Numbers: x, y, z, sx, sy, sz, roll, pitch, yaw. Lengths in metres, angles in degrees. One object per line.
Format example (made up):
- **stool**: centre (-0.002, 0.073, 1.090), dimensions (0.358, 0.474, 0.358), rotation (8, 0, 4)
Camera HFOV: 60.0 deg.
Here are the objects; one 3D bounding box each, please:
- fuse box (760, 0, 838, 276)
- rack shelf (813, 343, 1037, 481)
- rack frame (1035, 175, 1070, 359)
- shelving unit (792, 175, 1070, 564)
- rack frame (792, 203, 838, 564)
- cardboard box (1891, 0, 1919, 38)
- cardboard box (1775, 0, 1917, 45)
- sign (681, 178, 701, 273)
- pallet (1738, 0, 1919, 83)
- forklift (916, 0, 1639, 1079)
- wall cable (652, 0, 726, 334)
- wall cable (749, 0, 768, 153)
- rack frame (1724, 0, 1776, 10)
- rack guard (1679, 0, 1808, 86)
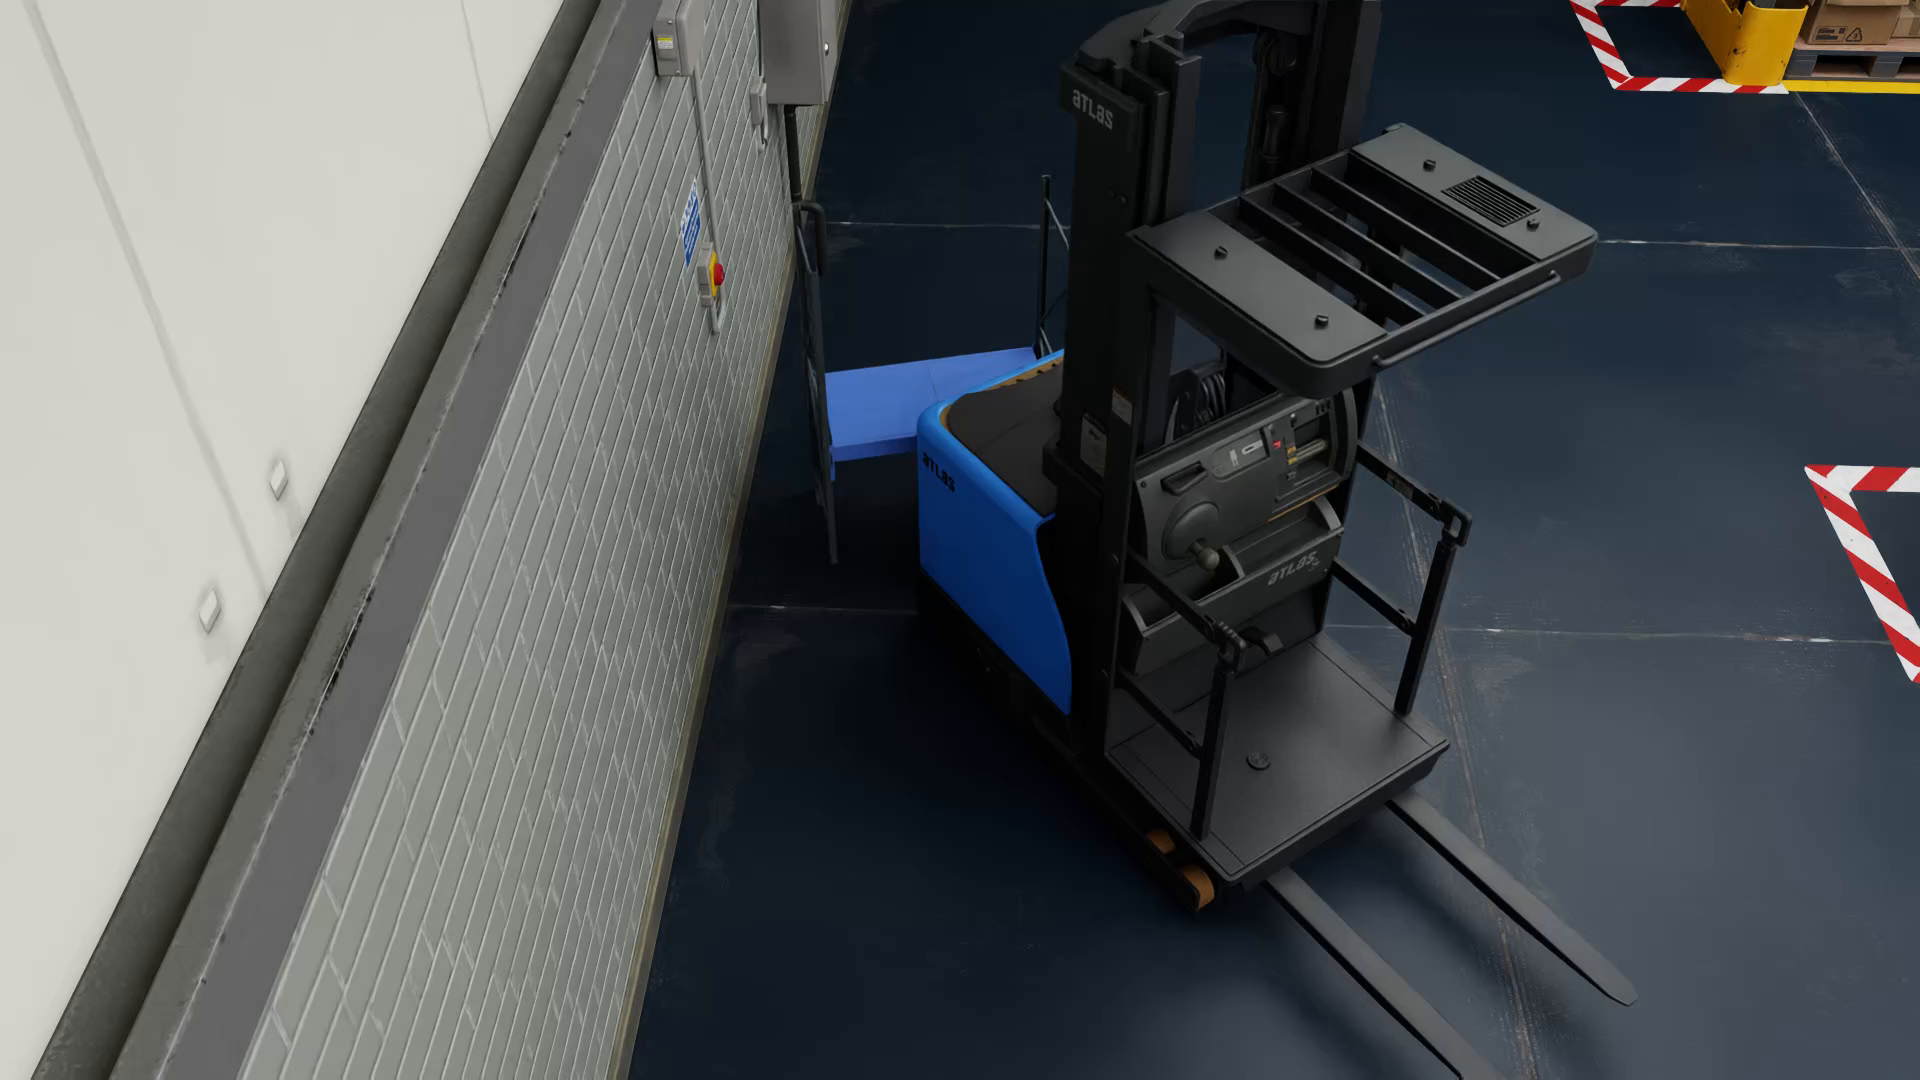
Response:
- **fuse box**: centre (-0.699, -2.064, 8.296), dimensions (0.414, 1.711, 0.539), rotation (2, 43, 2)
- **rack shelf**: centre (-0.101, -0.556, 7.095), dimensions (1.000, 0.185, 0.538), rotation (-8, 44, -9)
- **rack frame**: centre (0.396, -0.760, 7.051), dimensions (0.032, 1.500, 0.500), rotation (-8, 44, -9)
- **shelving unit**: centre (-0.101, -0.687, 6.973), dimensions (1.048, 1.500, 0.538), rotation (-8, 44, -9)
- **rack frame**: centre (-0.598, -0.615, 6.895), dimensions (0.032, 1.500, 0.500), rotation (-8, 44, -9)
- **cardboard box**: centre (5.944, -3.320, 10.482), dimensions (0.250, 0.149, 0.380), rotation (0, 43, 0)
- **cardboard box**: centre (5.522, -3.489, 10.404), dimensions (0.637, 0.503, 0.797), rotation (0, 43, 0)
- **sign**: centre (-1.002, -1.177, 6.201), dimensions (0.001, 0.218, 0.327), rotation (2, 43, 2)
- **pallet**: centre (5.787, -3.286, 10.708), dimensions (1.213, 0.211, 1.003), rotation (2, 43, 2)
- **forklift**: centre (1.074, -0.137, 5.333), dimensions (1.130, 2.935, 3.031), rotation (-25, 49, -25)
- **wall cable**: centre (-0.939, -1.493, 5.969), dimensions (0.123, 1.953, 0.585), rotation (2, 43, 2)
- **wall cable**: centre (-0.887, -2.447, 7.017), dimensions (0.122, 1.984, 0.588), rotation (2, 43, 2)
- **rack frame**: centre (4.915, -4.332, 9.785), dimensions (0.127, 3.000, 1.000), rotation (2, 43, 2)
- **rack guard**: centre (4.991, -3.416, 10.635), dimensions (0.348, 0.500, 1.175), rotation (2, 43, 2)
